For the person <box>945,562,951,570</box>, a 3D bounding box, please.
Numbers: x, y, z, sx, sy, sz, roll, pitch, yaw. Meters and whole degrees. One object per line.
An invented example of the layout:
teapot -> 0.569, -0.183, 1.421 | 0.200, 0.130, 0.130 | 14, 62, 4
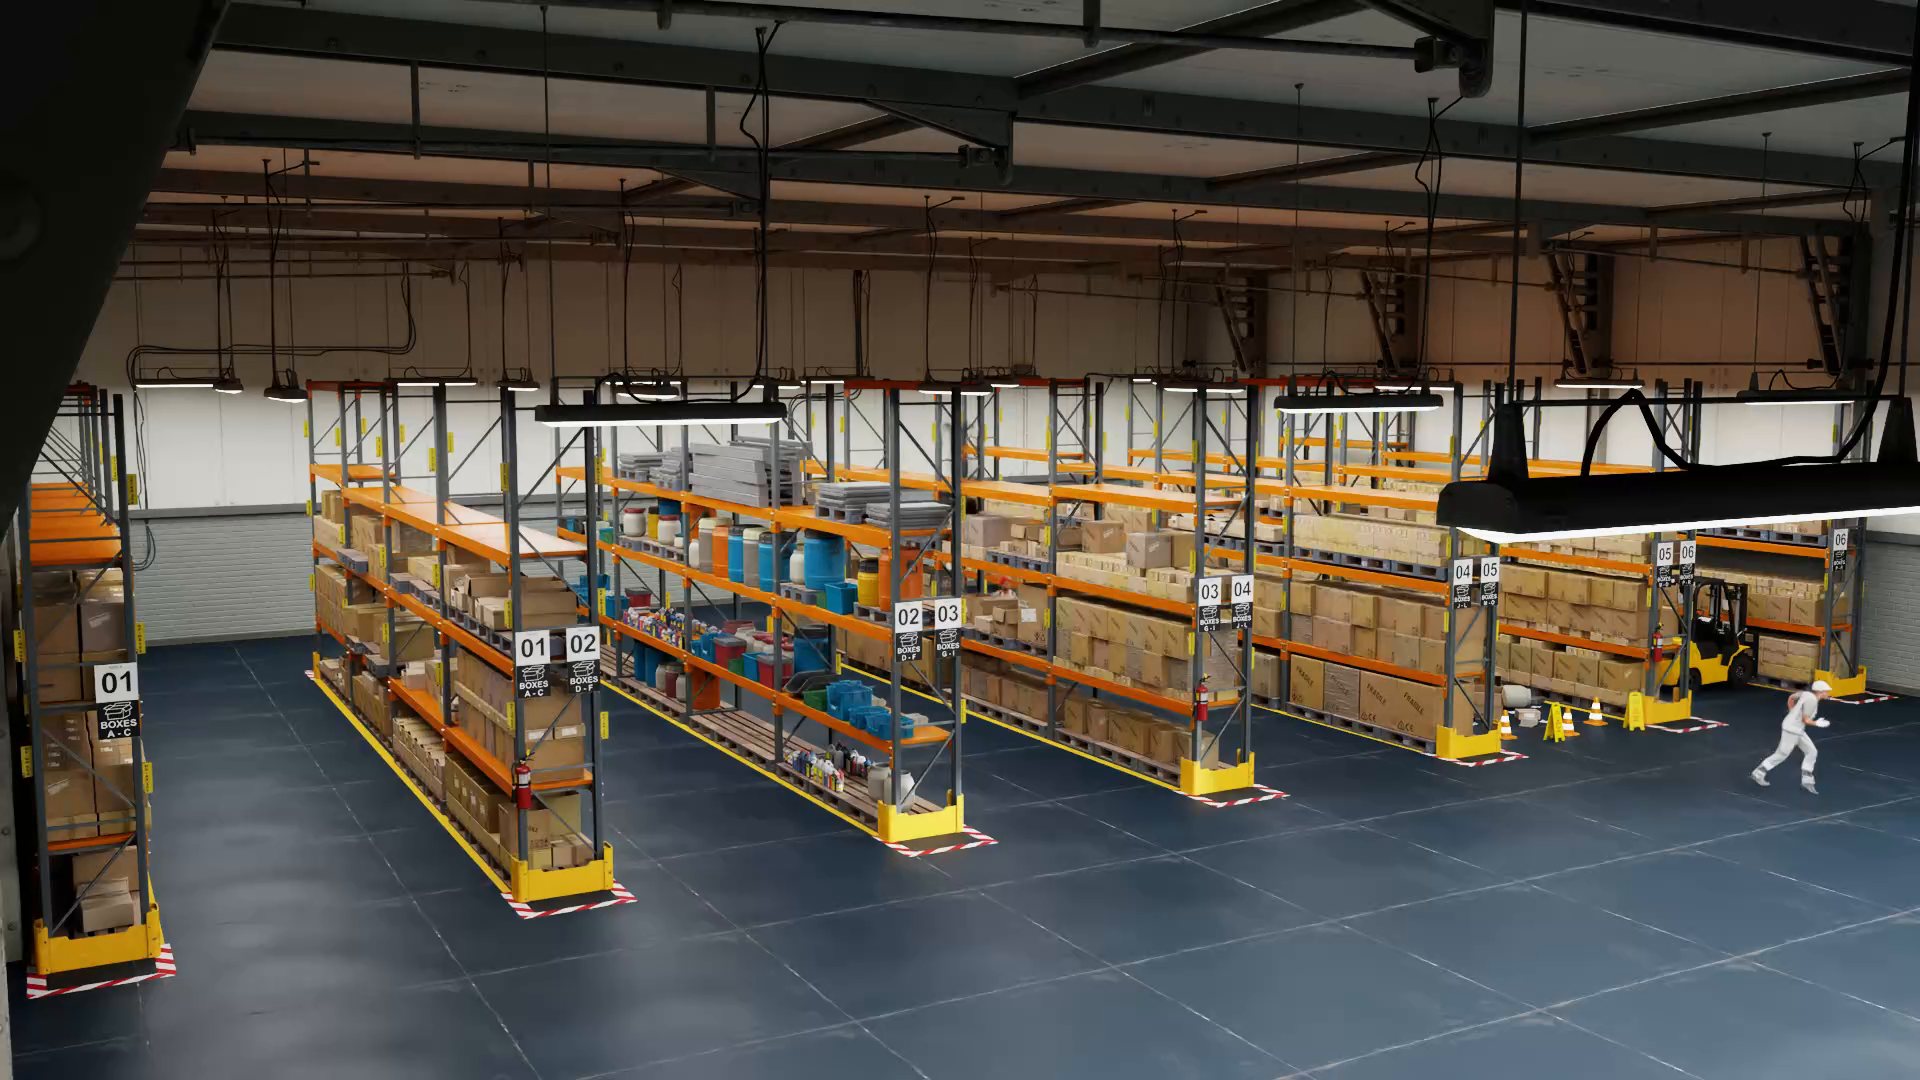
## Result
person -> -0.181, 0.988, 42.356 | 0.590, 1.660, 0.620 | 2, 6, 19

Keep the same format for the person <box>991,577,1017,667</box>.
person -> 0.887, 1.611, 33.474 | 0.655, 1.763, 0.846 | -3, 7, -28

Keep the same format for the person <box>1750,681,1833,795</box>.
person -> 12.284, 2.905, 24.582 | 1.039, 1.731, 0.705 | 2, 7, 22

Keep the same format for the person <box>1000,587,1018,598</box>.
person -> 1.234, 0.988, 41.893 | 0.978, 1.761, 0.741 | 3, 7, 25
